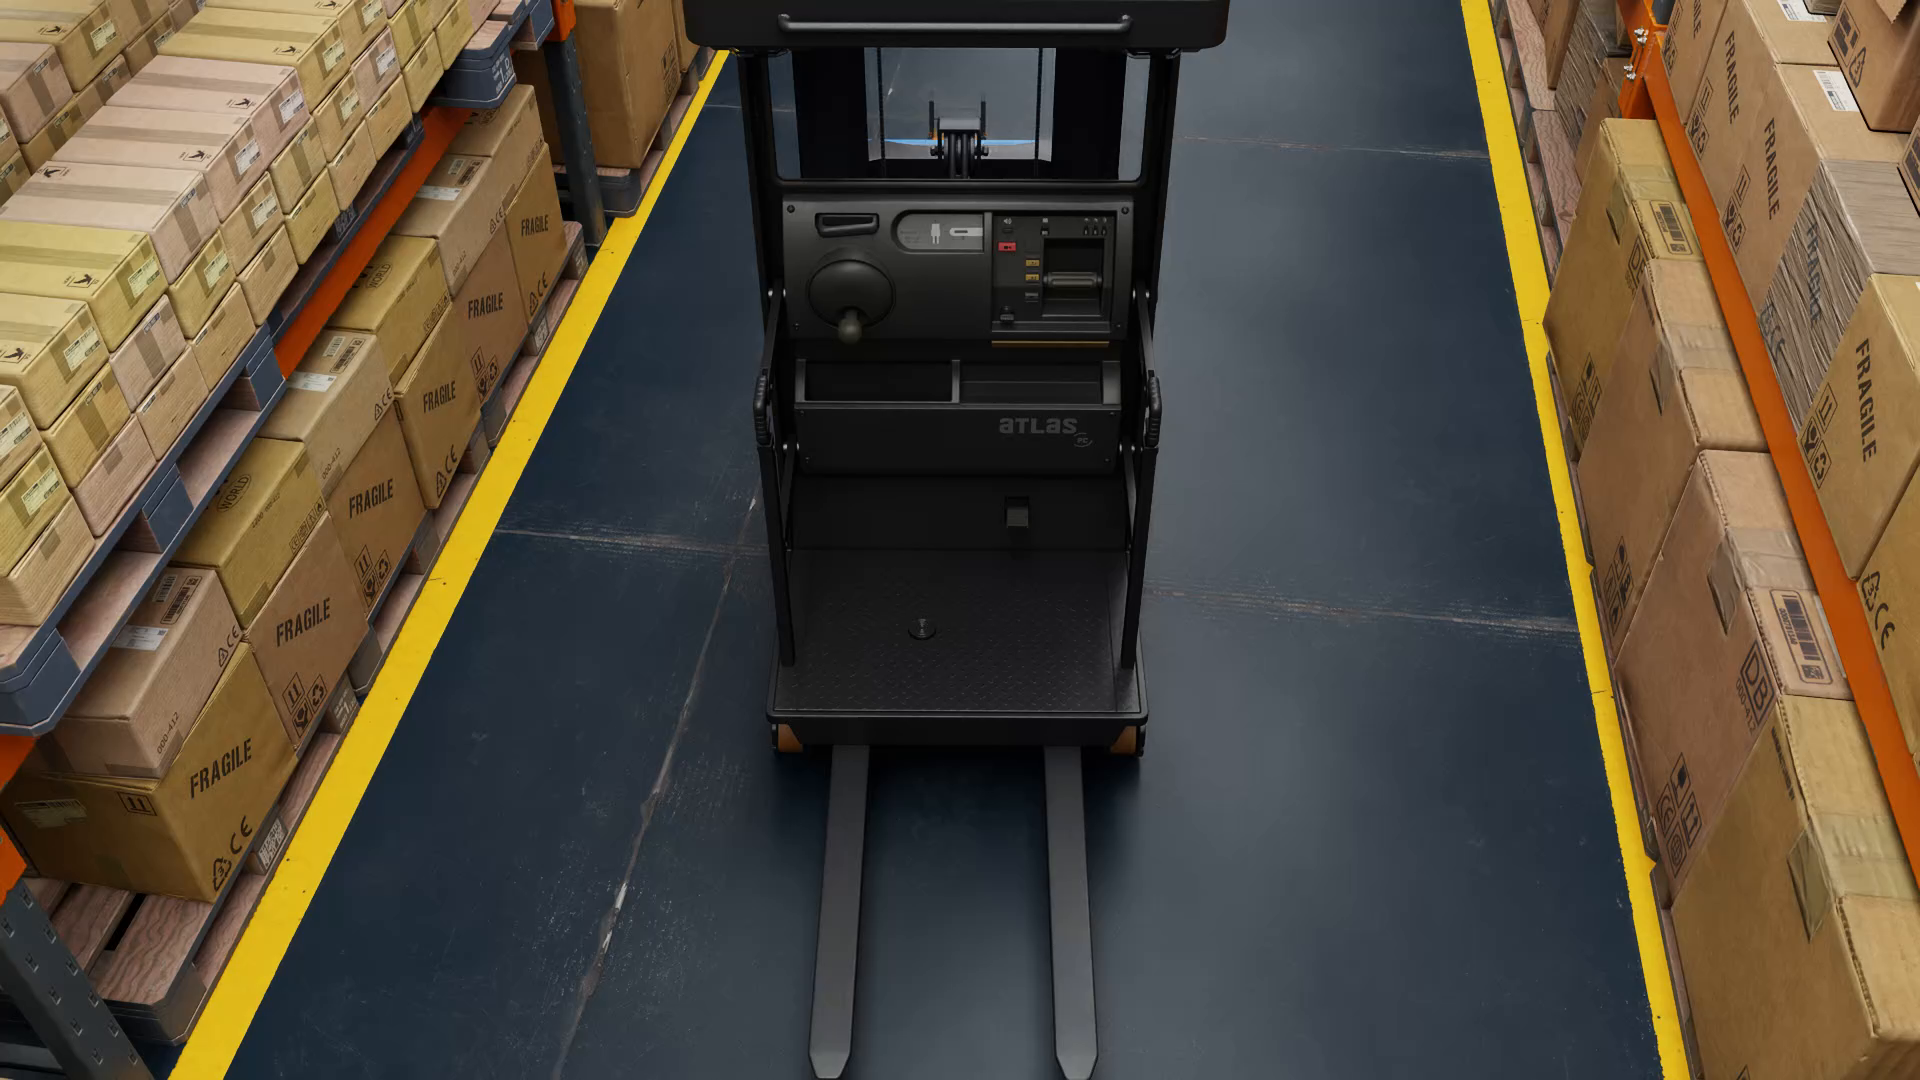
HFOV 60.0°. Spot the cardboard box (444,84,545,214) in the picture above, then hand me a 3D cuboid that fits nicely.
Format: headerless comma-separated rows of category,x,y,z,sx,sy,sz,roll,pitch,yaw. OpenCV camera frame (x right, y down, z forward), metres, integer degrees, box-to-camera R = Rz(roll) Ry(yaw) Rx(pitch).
cardboard box,-1.846,-1.437,6.053,0.500,0.250,0.500,4,44,5

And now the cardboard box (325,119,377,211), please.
cardboard box,-1.832,-1.033,4.537,0.380,0.149,0.250,3,44,4

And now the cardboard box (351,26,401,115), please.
cardboard box,-1.798,-1.322,4.625,0.380,0.149,0.250,6,44,7

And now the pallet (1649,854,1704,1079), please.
pallet,2.386,1.316,4.207,1.003,0.211,1.213,5,44,6

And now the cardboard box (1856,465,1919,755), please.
cardboard box,2.222,0.120,3.369,0.500,0.500,0.500,7,44,7

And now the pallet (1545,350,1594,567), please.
pallet,2.709,-0.347,5.963,1.003,0.211,1.213,5,44,6

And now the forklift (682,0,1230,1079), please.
forklift,-0.005,-0.632,4.285,1.130,2.935,3.031,0,43,0

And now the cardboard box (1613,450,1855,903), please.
cardboard box,2.541,0.408,4.377,1.225,0.875,0.875,4,44,4

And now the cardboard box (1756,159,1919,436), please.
cardboard box,2.356,-0.578,4.106,0.500,0.500,0.500,5,44,6

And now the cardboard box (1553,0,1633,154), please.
cardboard box,3.017,-1.980,7.157,0.700,0.500,0.500,2,43,2

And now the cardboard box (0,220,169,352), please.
cardboard box,-1.969,-0.553,3.596,0.380,0.149,0.250,6,44,6

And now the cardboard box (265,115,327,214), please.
cardboard box,-1.868,-0.974,4.258,0.380,0.149,0.250,5,44,5

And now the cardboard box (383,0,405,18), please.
cardboard box,-1.765,-1.616,4.719,0.380,0.149,0.250,5,44,6

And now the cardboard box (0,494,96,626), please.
cardboard box,-2.036,0.028,3.416,0.380,0.149,0.250,3,44,3

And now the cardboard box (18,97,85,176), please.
cardboard box,-2.517,-1.041,4.328,0.380,0.149,0.250,5,44,6

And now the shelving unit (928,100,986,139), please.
shelving unit,-0.010,-1.085,6.132,0.215,1.050,0.252,0,43,0

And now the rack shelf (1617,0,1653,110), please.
rack shelf,3.152,-2.992,7.251,1.077,0.370,4.000,5,44,6

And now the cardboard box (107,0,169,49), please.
cardboard box,-2.441,-1.494,4.590,0.380,0.149,0.250,6,44,7

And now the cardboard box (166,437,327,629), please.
cardboard box,-2.117,-0.043,4.581,0.500,0.250,0.500,6,44,7

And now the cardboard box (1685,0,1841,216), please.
cardboard box,2.488,-1.268,4.835,0.500,0.500,0.500,4,44,4

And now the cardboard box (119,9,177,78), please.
cardboard box,-2.447,-1.390,4.697,0.380,0.149,0.250,5,44,5

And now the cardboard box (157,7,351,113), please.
cardboard box,-1.834,-1.253,4.336,0.380,0.149,0.250,6,44,7

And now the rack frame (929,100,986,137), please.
rack frame,-0.009,-1.169,6.221,0.200,1.050,0.008,0,43,0

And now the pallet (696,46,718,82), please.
pallet,-1.673,-2.757,8.508,1.003,0.211,1.213,5,44,6

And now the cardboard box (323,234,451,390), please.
cardboard box,-1.985,-0.747,5.324,0.500,0.250,0.500,6,44,6

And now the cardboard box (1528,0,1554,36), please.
cardboard box,3.159,-2.747,7.967,0.700,0.500,0.500,2,43,2

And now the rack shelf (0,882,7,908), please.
rack shelf,-2.809,1.941,2.042,1.077,0.370,4.000,5,44,6

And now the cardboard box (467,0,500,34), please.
cardboard box,-1.693,-1.749,5.292,0.380,0.149,0.250,6,44,6

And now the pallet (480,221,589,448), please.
pallet,-2.120,-0.865,6.510,1.003,0.211,1.213,5,44,6

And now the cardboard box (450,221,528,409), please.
cardboard box,-1.916,-0.829,5.956,0.500,0.500,0.500,7,44,7

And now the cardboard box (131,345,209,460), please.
cardboard box,-1.968,-0.331,3.795,0.380,0.149,0.250,6,44,6

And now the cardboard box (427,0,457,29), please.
cardboard box,-1.729,-1.669,4.992,0.380,0.149,0.250,5,44,6

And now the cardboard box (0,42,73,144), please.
cardboard box,-2.511,-1.140,4.217,0.380,0.149,0.250,3,44,4

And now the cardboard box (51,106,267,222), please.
cardboard box,-1.900,-0.897,3.960,0.380,0.149,0.250,5,44,5

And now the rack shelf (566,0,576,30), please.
rack shelf,-1.751,-3.511,7.800,1.077,0.370,4.000,5,44,6

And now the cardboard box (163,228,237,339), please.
cardboard box,-1.936,-0.610,3.873,0.380,0.149,0.250,4,44,4

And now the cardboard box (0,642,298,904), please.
cardboard box,-2.184,0.592,4.456,0.500,0.500,0.500,7,44,7

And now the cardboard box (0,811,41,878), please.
cardboard box,-2.696,0.544,4.506,0.500,0.500,0.500,4,44,5

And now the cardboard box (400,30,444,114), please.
cardboard box,-1.764,-1.395,4.919,0.380,0.149,0.250,3,44,4

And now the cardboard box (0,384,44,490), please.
cardboard box,-2.036,-0.188,3.211,0.380,0.149,0.250,7,44,8

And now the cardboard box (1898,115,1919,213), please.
cardboard box,2.604,-0.892,3.708,0.797,0.503,0.637,7,44,7

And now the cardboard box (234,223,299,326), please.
cardboard box,-1.901,-0.675,4.159,0.380,0.149,0.250,3,44,4

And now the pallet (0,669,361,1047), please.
pallet,-2.443,0.798,4.753,1.003,0.211,1.213,5,44,6

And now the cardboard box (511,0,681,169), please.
cardboard box,-1.846,-2.152,7.172,1.050,0.750,0.750,5,44,5

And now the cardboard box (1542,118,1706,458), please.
cardboard box,2.776,-0.802,5.656,1.225,0.875,0.875,3,44,4

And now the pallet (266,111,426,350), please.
pallet,-2.236,-0.987,4.750,1.003,0.211,1.213,5,44,6

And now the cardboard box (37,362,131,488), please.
cardboard box,-2.004,-0.256,3.500,0.380,0.149,0.250,4,44,5

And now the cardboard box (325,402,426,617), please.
cardboard box,-2.059,-0.127,5.215,0.500,0.500,0.500,6,44,6

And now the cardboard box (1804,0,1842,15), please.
cardboard box,2.775,-1.794,4.660,0.797,0.503,0.637,7,44,7

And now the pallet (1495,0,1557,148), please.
pallet,3.156,-2.239,7.961,1.003,0.211,1.213,5,44,6

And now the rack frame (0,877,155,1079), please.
rack frame,-2.541,0.317,3.234,0.949,2.616,0.053,5,44,6
